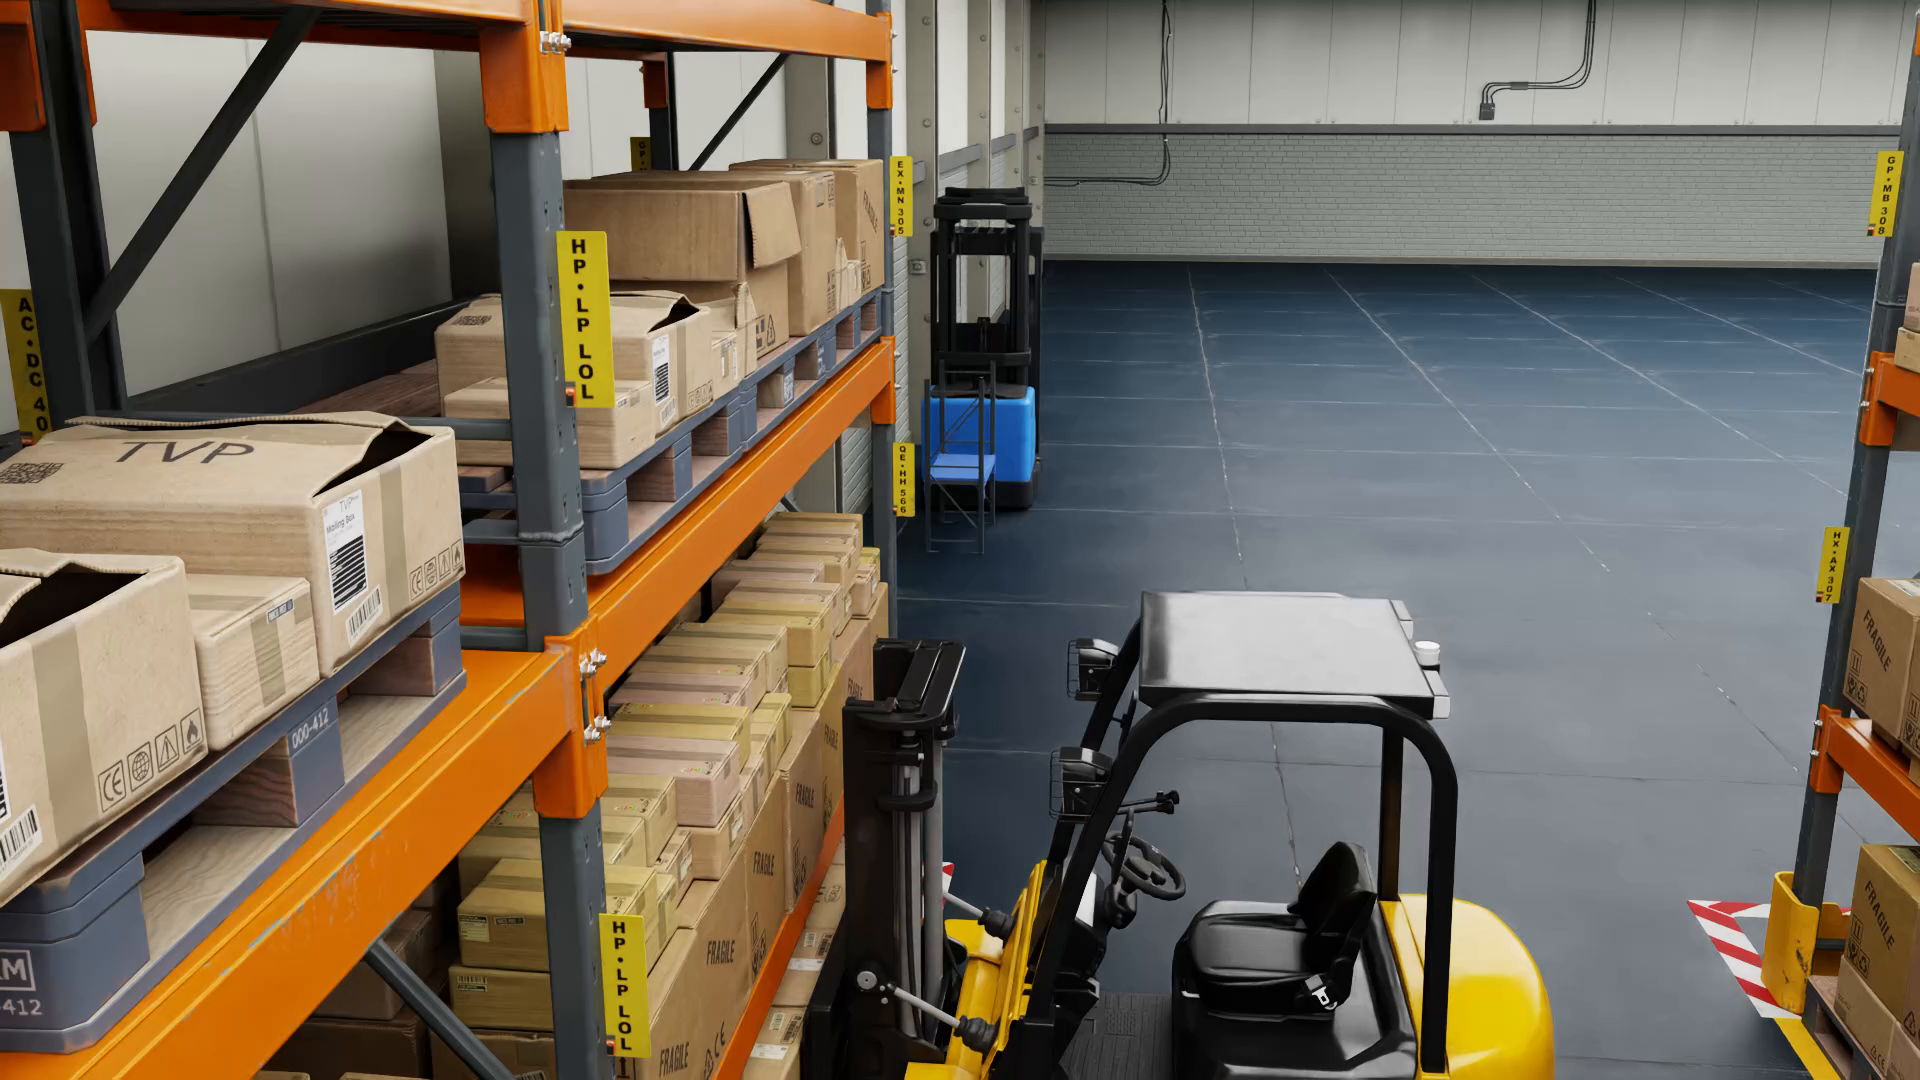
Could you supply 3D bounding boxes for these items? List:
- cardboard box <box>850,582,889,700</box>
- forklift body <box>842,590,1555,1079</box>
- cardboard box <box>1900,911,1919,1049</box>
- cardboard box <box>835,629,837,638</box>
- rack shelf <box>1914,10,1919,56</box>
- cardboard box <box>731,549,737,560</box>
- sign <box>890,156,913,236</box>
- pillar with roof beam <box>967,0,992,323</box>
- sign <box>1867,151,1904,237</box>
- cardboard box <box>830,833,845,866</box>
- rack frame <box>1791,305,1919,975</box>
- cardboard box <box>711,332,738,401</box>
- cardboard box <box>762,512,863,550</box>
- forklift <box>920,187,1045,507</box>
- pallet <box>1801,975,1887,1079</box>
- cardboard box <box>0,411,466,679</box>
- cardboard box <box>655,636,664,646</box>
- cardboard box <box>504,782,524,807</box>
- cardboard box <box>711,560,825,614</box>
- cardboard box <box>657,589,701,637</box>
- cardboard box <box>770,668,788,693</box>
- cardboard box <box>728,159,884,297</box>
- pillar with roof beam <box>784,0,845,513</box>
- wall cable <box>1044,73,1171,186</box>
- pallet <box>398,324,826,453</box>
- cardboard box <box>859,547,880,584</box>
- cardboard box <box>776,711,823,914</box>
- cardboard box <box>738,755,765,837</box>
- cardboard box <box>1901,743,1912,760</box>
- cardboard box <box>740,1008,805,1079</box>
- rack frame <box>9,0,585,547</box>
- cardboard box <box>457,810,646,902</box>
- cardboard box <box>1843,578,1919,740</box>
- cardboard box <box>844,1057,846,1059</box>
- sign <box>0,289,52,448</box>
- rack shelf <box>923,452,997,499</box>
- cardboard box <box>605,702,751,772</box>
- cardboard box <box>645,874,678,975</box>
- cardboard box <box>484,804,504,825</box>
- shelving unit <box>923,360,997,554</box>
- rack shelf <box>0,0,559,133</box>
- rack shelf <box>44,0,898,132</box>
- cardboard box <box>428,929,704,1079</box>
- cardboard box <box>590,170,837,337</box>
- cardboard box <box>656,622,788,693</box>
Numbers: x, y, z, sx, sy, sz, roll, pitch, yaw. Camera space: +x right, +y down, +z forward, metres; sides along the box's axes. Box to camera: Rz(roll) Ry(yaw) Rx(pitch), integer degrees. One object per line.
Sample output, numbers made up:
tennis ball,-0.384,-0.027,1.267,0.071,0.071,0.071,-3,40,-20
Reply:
cardboard box,-0.579,0.480,6.950,0.500,0.500,0.500,1,15,5
forklift body,0.815,1.348,5.557,2.313,2.155,1.214,2,15,6
cardboard box,3.726,1.643,5.864,0.500,0.500,0.500,1,15,4
cardboard box,-0.674,0.326,6.276,0.380,0.149,0.250,2,15,6
rack shelf,3.923,-1.491,4.319,1.077,0.370,4.000,2,15,6
cardboard box,-1.126,0.036,6.780,0.380,0.149,0.250,2,15,8
sign,-0.247,-1.425,6.894,0.100,0.325,0.005,2,15,6
pillar with roof beam,4.550,-6.891,22.907,9.100,9.000,0.400,2,15,6
sign,3.609,-1.348,6.480,0.100,0.325,0.005,2,15,6
cardboard box,-0.578,1.296,6.671,0.500,0.250,0.500,2,15,7
rack frame,4.148,0.538,6.926,1.000,3.000,0.127,2,15,6
cardboard box,-0.796,-0.454,4.335,0.380,0.149,0.250,2,15,8
cardboard box,-0.615,-0.013,6.960,0.380,0.149,0.250,2,15,6
forklift,0.276,-2.057,16.653,1.130,2.935,3.031,1,15,5
pallet,4.013,2.113,6.442,1.003,0.211,1.213,2,15,6
cardboard box,-1.075,-0.031,2.458,0.500,0.311,0.500,1,15,4
cardboard box,-1.269,0.373,6.101,0.380,0.149,0.250,2,15,7
cardboard box,-1.432,0.775,4.615,0.380,0.149,0.250,2,15,7
cardboard box,-0.717,0.183,6.236,0.380,0.149,0.250,2,15,7
cardboard box,-1.161,0.237,6.035,0.380,0.149,0.250,2,15,8
cardboard box,-0.783,0.525,5.540,0.380,0.149,0.250,2,15,6
cardboard box,-0.592,-1.233,6.540,0.500,0.500,0.500,2,15,8
pillar with roof beam,3.196,-3.779,11.397,9.100,9.000,0.400,2,15,6
wall cable,3.273,-9.356,37.973,3.097,2.526,0.112,2,15,6
pallet,-1.025,-0.513,5.235,1.003,0.211,1.213,2,15,6
cardboard box,-0.545,0.129,7.003,0.380,0.149,0.250,2,15,7
cardboard box,-0.750,0.878,5.478,0.500,0.500,0.500,2,15,7
cardboard box,-0.776,0.728,4.788,0.380,0.149,0.250,2,15,6
cardboard box,3.890,0.807,6.412,0.380,0.149,0.250,2,15,7
cardboard box,-0.757,1.694,5.198,0.500,0.250,0.500,2,15,8
rack frame,-1.236,-1.466,2.844,1.000,3.000,0.127,2,15,6
cardboard box,-0.983,0.780,4.026,0.380,0.149,0.250,2,15,7
cardboard box,3.819,0.461,6.450,0.500,0.500,0.500,1,15,5
cardboard box,-0.654,1.907,6.328,0.500,0.250,0.500,2,15,7
sign,-1.787,-0.322,3.216,0.100,0.325,0.005,2,15,6
rack shelf,0.010,-0.572,14.595,0.538,0.185,1.000,2,15,6
cardboard box,-0.812,0.582,4.758,0.380,0.149,0.250,1,15,5
cardboard box,-0.910,0.927,4.055,0.380,0.149,0.250,2,15,8
cardboard box,-1.414,0.700,4.321,0.380,0.149,0.250,2,15,6
shelving unit,0.010,-0.746,14.548,0.538,1.500,1.048,2,15,6
rack shelf,-1.461,-0.407,1.072,1.077,0.370,4.000,2,15,6
rack shelf,-1.010,-1.444,4.908,1.077,0.370,4.000,2,15,6
cardboard box,-0.926,1.274,4.011,0.500,0.500,0.500,1,15,5
cardboard box,-0.807,-0.970,5.568,0.700,0.500,0.500,2,15,7
cardboard box,-0.782,0.385,5.489,0.380,0.149,0.250,2,15,7
